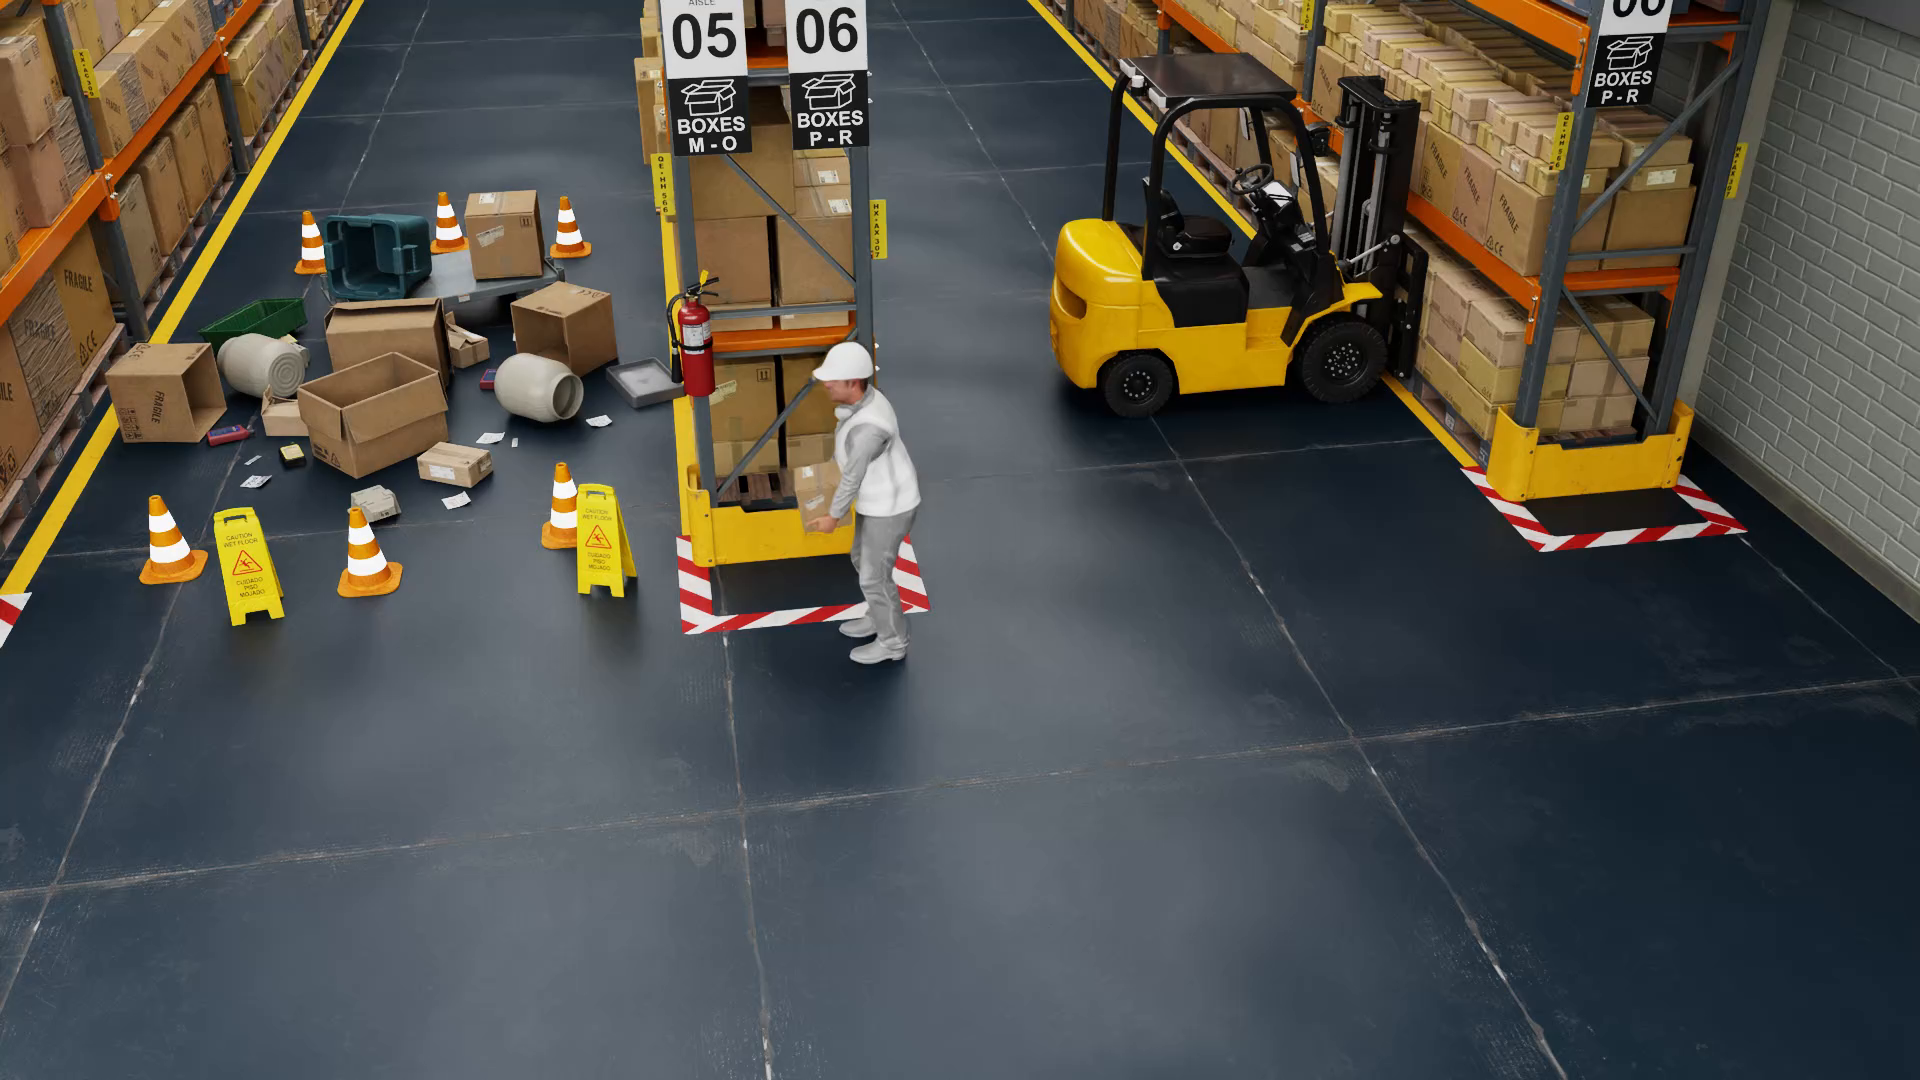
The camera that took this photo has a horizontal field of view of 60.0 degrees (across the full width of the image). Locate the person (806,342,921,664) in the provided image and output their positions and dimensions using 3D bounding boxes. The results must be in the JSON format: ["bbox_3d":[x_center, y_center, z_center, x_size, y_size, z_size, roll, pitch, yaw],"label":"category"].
[{"bbox_3d":[-0.497,-0.188,8.454,0.584,1.756,0.484,-3,31,-5],"label":"person"}]
